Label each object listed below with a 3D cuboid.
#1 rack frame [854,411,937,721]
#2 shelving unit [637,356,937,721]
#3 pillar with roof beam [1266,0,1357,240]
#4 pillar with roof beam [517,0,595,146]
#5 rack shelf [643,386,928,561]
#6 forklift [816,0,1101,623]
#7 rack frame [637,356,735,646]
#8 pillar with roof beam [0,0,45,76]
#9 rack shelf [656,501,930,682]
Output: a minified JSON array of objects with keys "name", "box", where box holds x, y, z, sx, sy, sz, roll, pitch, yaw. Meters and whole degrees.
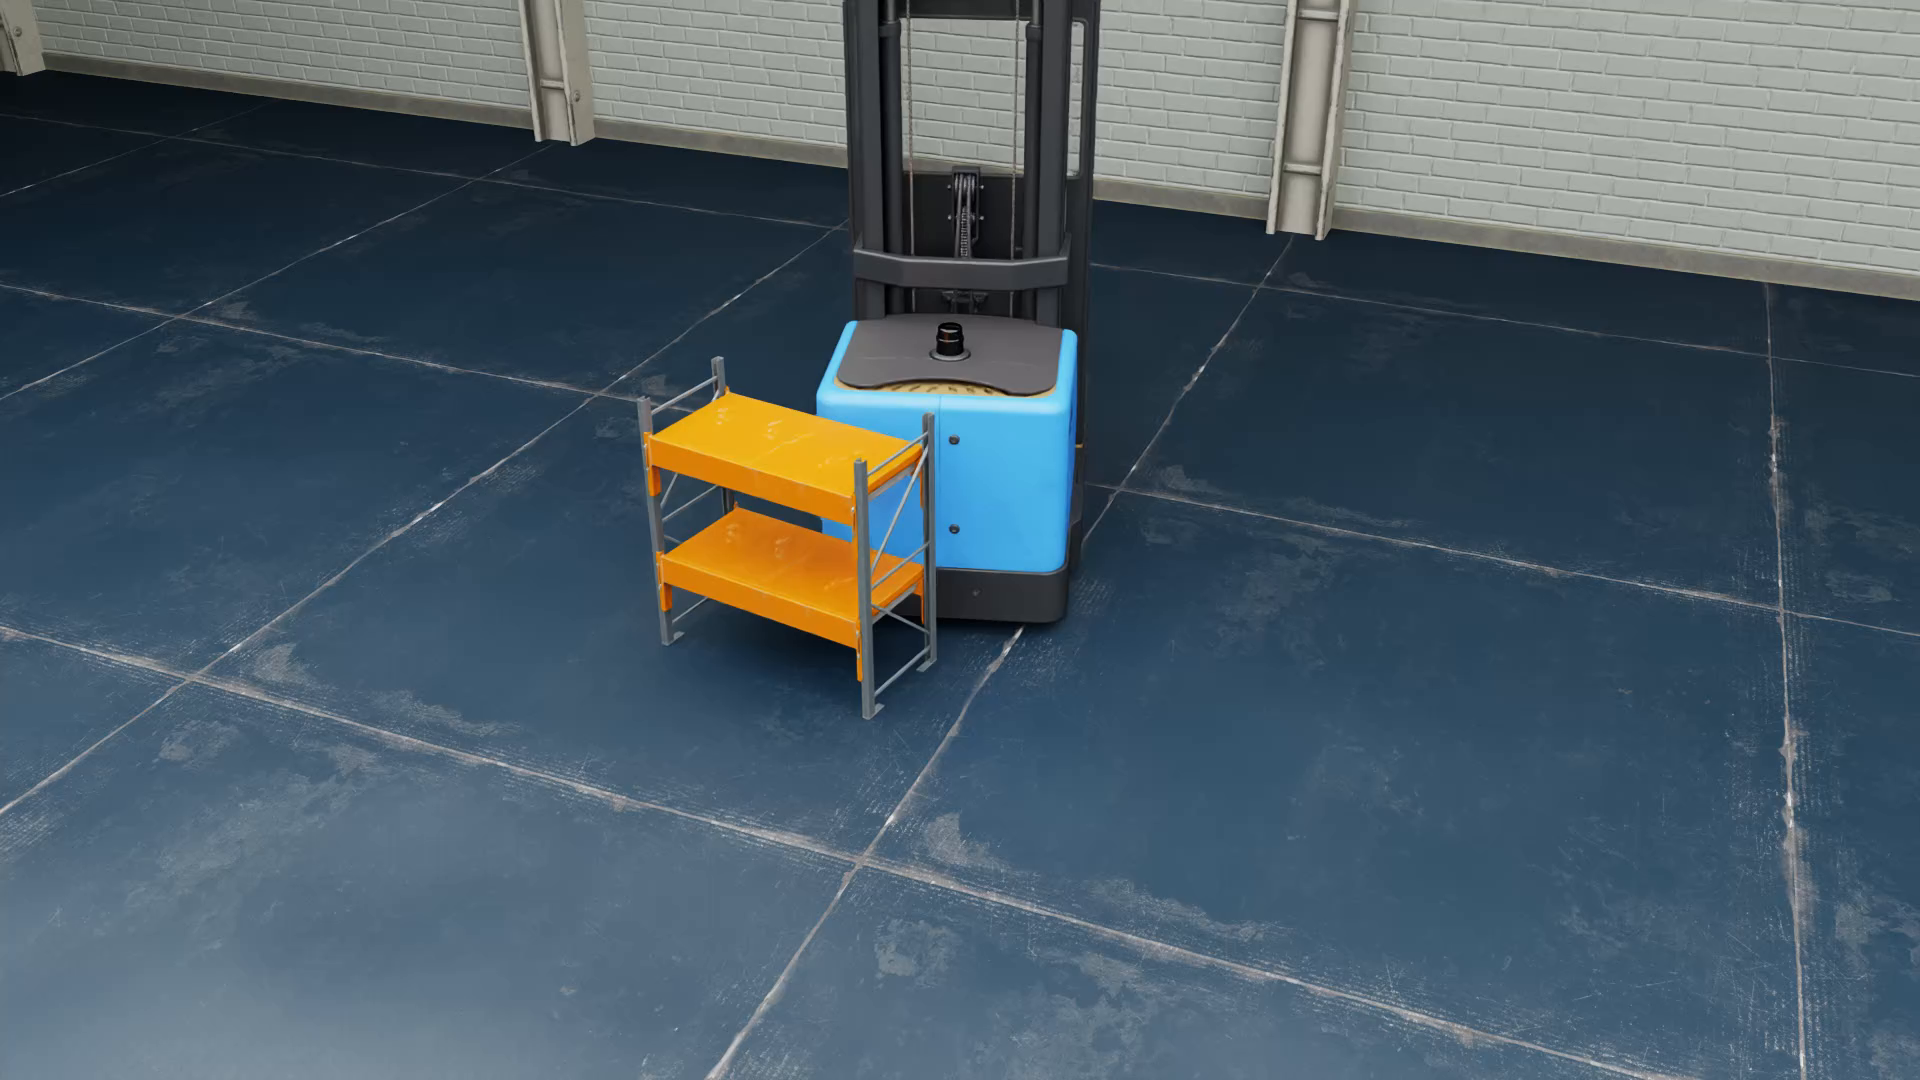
[{"name":"rack frame","box":[-0.239,0.108,6.415,0.032,1.125,0.500,17,34,27]},{"name":"shelving unit","box":[-0.673,-0.022,6.646,1.048,1.125,0.538,17,34,27]},{"name":"pillar with roof beam","box":[0.737,-4.111,5.878,0.400,9.000,9.100,11,31,19]},{"name":"pillar with roof beam","box":[-4.822,-5.221,7.842,0.400,9.000,9.100,11,31,19]},{"name":"rack shelf","box":[-0.673,-0.277,6.502,1.000,0.278,0.538,17,34,27]},{"name":"forklift","box":[0.074,-1.626,7.649,1.130,2.935,3.031,3,30,5]},{"name":"rack frame","box":[-1.106,-0.153,6.877,0.032,1.125,0.500,17,34,27]},{"name":"pillar with roof beam","box":[-10.382,-6.331,9.806,0.400,9.000,9.100,11,31,19]},{"name":"rack shelf","box":[-0.673,0.191,6.767,1.000,0.278,0.538,17,34,27]}]
